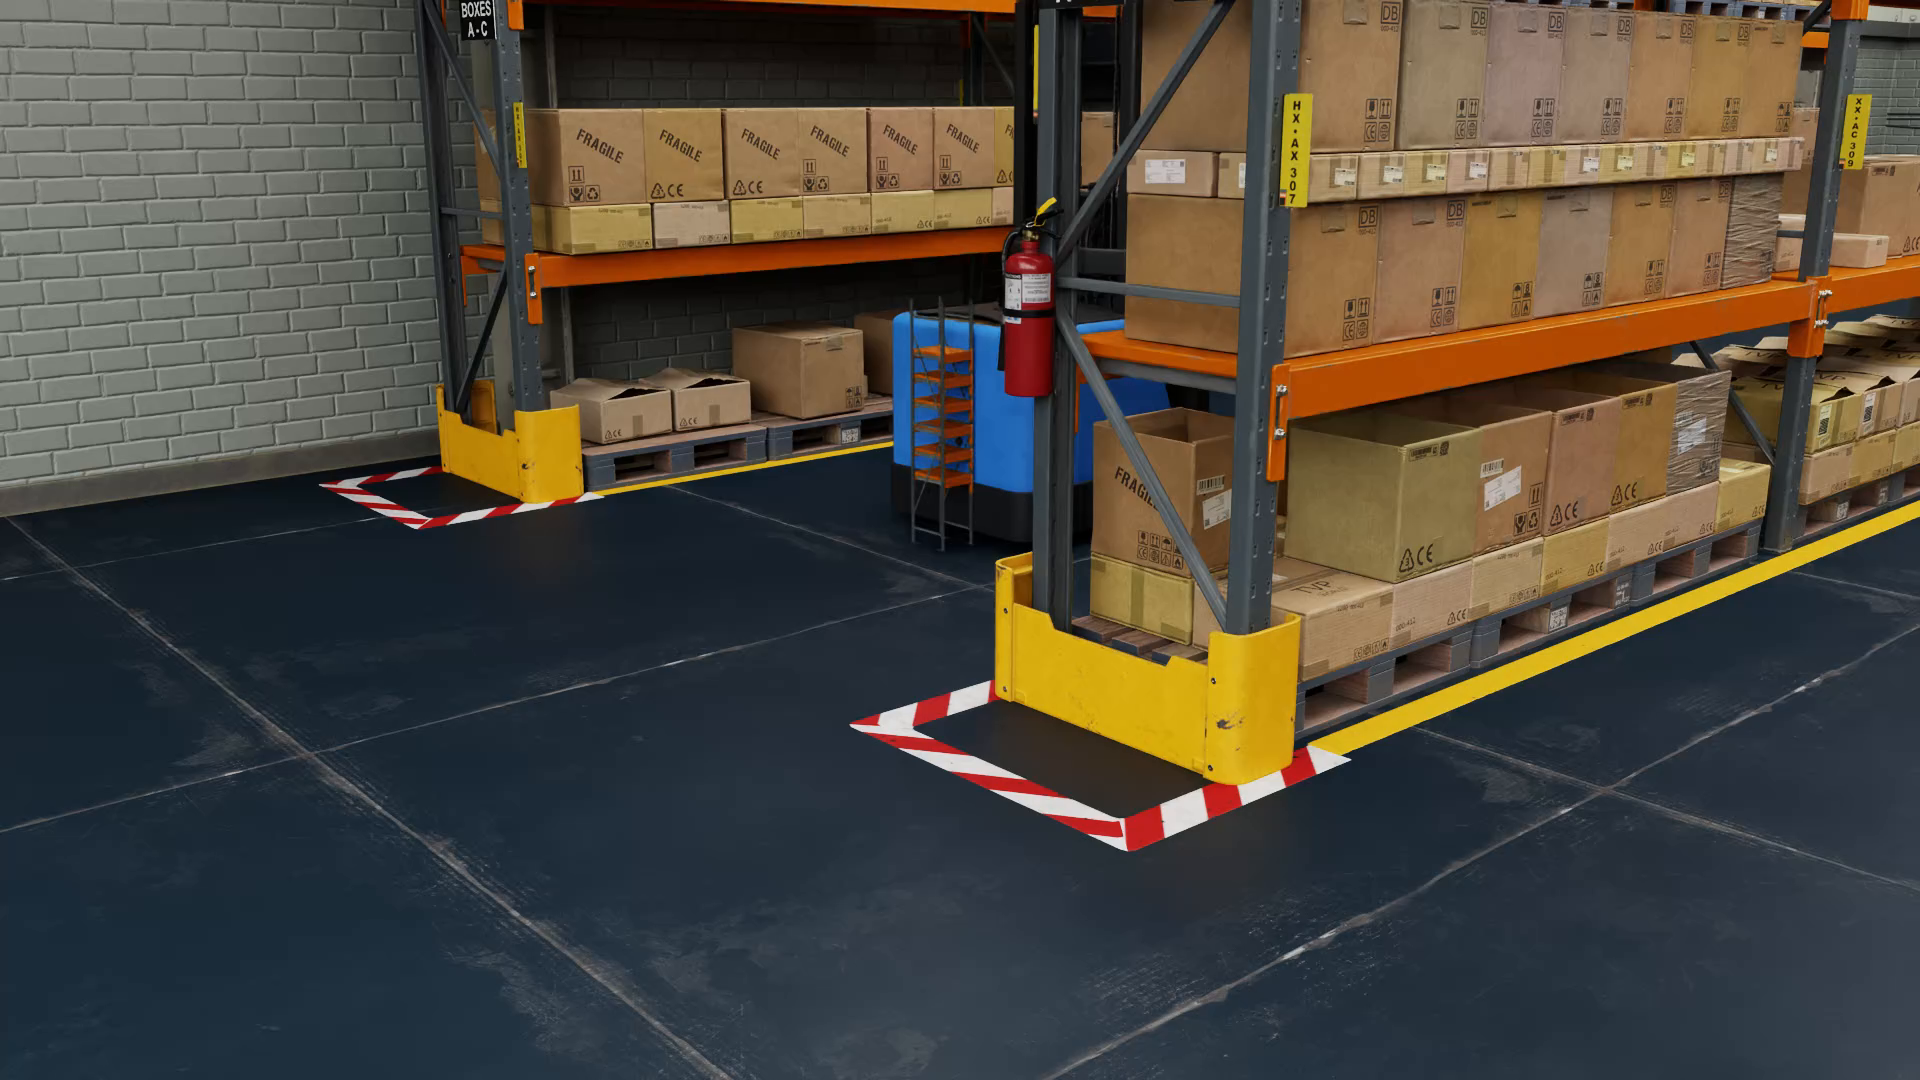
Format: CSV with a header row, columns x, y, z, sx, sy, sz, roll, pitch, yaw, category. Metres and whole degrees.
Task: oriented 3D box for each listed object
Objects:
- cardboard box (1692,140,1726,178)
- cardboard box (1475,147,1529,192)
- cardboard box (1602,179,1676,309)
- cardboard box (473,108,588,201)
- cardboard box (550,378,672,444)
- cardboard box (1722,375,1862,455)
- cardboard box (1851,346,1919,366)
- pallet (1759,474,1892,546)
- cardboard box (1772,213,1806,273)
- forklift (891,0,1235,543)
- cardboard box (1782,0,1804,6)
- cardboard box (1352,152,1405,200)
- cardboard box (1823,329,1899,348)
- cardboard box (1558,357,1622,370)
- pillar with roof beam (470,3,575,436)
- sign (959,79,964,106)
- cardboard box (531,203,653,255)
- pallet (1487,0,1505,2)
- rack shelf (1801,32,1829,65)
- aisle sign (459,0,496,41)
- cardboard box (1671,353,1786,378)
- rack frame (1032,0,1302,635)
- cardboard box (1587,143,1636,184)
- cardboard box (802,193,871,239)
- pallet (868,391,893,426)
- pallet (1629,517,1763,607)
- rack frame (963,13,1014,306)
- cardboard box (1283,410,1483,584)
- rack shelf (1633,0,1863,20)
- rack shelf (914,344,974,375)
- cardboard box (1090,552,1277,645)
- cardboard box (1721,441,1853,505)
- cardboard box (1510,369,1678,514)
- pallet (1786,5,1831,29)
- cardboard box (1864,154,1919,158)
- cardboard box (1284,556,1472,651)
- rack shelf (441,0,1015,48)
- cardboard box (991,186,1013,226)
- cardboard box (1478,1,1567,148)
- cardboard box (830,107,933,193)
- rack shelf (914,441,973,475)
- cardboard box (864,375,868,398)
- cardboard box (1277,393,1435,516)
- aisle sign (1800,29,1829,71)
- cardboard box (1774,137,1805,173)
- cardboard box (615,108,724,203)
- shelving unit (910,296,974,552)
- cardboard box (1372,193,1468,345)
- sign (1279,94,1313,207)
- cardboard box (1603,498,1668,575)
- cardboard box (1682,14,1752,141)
x,y,z,sx,sy,sz,roll,pitch,yaw,category
3.005,-1.625,7.072,0.250,0.149,0.380,-13,20,-39,cardboard box
1.849,-1.366,6.102,0.250,0.149,0.380,-14,20,-41,cardboard box
2.546,-1.280,7.034,0.500,0.500,0.700,-12,19,-39,cardboard box
-2.405,-2.189,9.433,0.500,0.500,0.500,-13,20,-40,cardboard box
-2.040,-0.782,9.722,0.500,0.311,0.500,13,20,41,cardboard box
4.126,-0.649,8.297,0.500,0.311,0.500,-13,19,-39,cardboard box
5.285,-0.910,9.272,0.500,0.311,0.500,-12,19,-38,cardboard box
4.181,-0.268,8.843,1.213,0.211,1.003,-13,19,-39,pallet
3.994,-1.502,8.351,0.500,0.250,0.500,-11,19,-36,cardboard box
1.075,-1.684,8.876,3.031,2.935,1.130,-13,20,-40,forklift
8.679,-5.843,17.782,0.500,0.250,0.500,-14,20,-41,cardboard box
1.268,-1.236,5.616,0.250,0.149,0.380,-13,20,-41,cardboard box
5.304,-1.097,9.974,0.500,0.311,0.500,-13,20,-41,cardboard box
2.724,-0.615,7.803,0.500,0.500,0.500,-13,19,-39,cardboard box
0.165,-4.116,6.221,0.400,9.000,9.100,-13,19,-39,pillar with roof beam
0.030,-3.113,11.849,0.005,0.325,0.100,-13,19,-39,sign
-2.044,-1.727,9.154,0.500,0.250,0.500,-13,20,-41,cardboard box
3.865,-4.601,14.217,1.003,0.211,1.213,-12,19,-37,pallet
7.940,-5.242,17.643,4.000,0.370,1.077,-13,19,-39,rack shelf
-2.478,-2.954,8.459,0.004,0.787,0.394,-13,19,-39,aisle sign
4.157,-0.842,9.016,0.500,0.311,0.500,-12,19,-38,cardboard box
0.634,-0.805,5.451,0.127,3.000,1.000,-13,19,-39,rack frame
2.429,-1.496,6.588,0.250,0.149,0.380,-12,19,-38,cardboard box
-0.891,-1.988,10.131,0.500,0.250,0.500,-12,19,-39,cardboard box
-0.087,-0.978,11.504,1.213,0.211,1.003,-13,19,-39,pallet
3.024,-0.009,7.874,1.213,0.211,1.003,-13,19,-39,pallet
0.397,-2.446,11.596,0.127,3.000,1.000,-13,19,-39,rack frame
1.560,-0.174,6.151,0.500,0.500,0.500,-13,19,-39,cardboard box
2.142,-2.245,6.425,4.000,0.370,1.077,-13,19,-39,rack shelf
-0.088,-0.863,7.934,0.180,0.103,0.258,-13,20,-40,rack shelf
0.844,0.172,6.307,0.500,0.250,0.500,-13,19,-39,cardboard box
4.118,-0.377,8.364,0.500,0.250,0.500,-13,20,-41,cardboard box
2.685,-0.430,7.110,0.500,0.500,0.500,-13,19,-39,cardboard box
8.896,-5.758,18.352,1.213,0.211,1.003,-13,19,-39,pallet
5.414,-1.921,9.436,0.500,0.500,0.500,-14,20,-42,cardboard box
1.559,0.188,6.249,0.500,0.250,0.500,-13,19,-39,cardboard box
-1.112,-3.209,10.033,4.000,0.370,1.077,-13,19,-39,rack shelf
0.238,-2.244,11.091,0.500,0.250,0.500,-13,19,-39,cardboard box
1.807,-1.741,6.249,0.500,0.500,0.700,-13,19,-39,cardboard box
-0.517,-2.437,10.358,0.500,0.500,0.500,-13,20,-41,cardboard box
-0.088,-0.400,8.058,0.180,0.103,0.258,-13,20,-40,rack shelf
-0.823,-1.014,10.907,0.380,0.149,0.250,14,20,42,cardboard box
1.588,-0.363,6.857,0.500,0.500,0.500,-13,19,-39,cardboard box
9.700,-5.689,18.698,0.004,0.787,0.394,-13,19,-39,aisle sign
3.587,-1.756,7.562,0.250,0.149,0.380,-13,20,-39,cardboard box
-1.684,-2.172,9.369,0.500,0.500,0.500,-13,19,-39,cardboard box
-0.088,-0.558,8.016,0.189,1.200,0.258,-13,20,-40,shelving unit
1.387,-1.020,6.061,0.500,0.500,0.700,-12,19,-38,cardboard box
0.993,-1.152,4.921,0.005,0.325,0.100,-13,19,-39,sign
2.694,-0.066,7.197,0.500,0.250,0.500,-13,19,-39,cardboard box
2.940,-1.995,7.200,0.500,0.500,0.700,-13,20,-39,cardboard box
